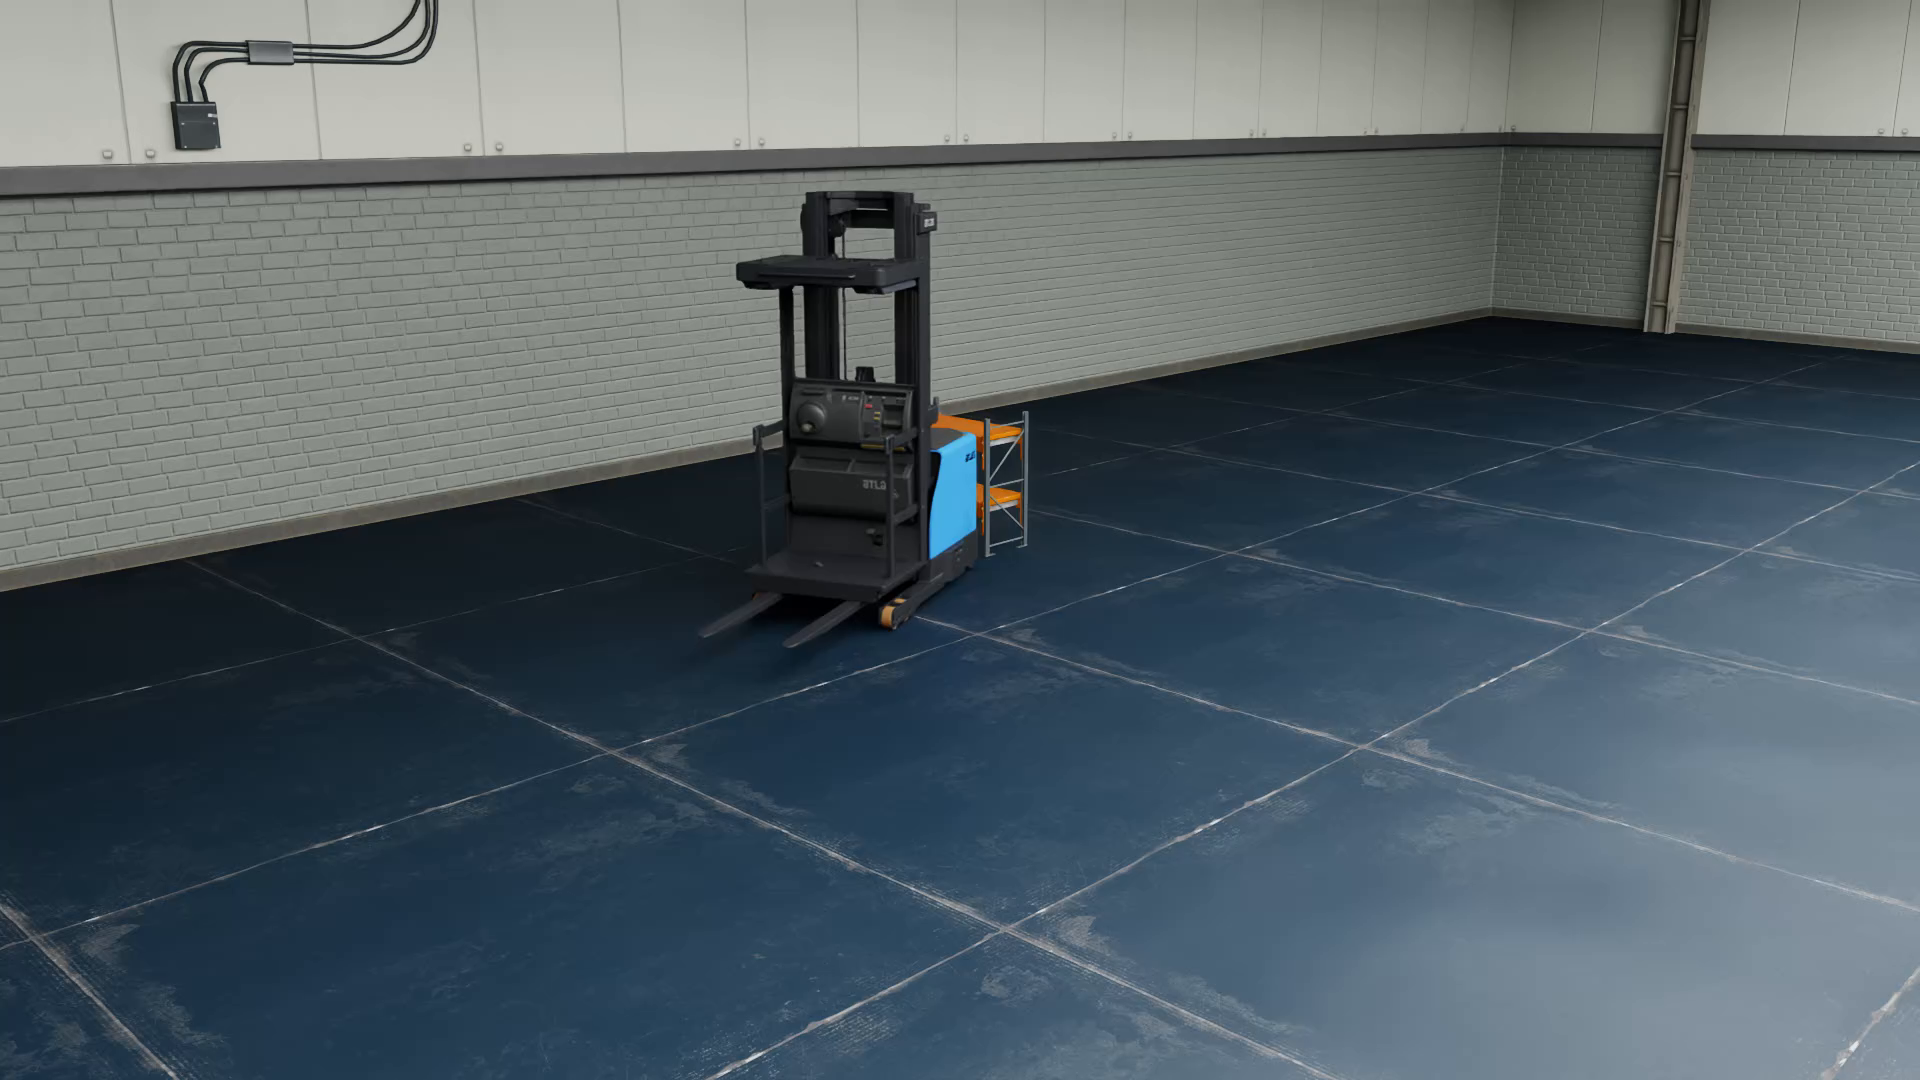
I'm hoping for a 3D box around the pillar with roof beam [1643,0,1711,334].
[{"bbox_3d":[8.286,-6.930,22.682,0.400,9.000,9.100,14,20,42],"label":"pillar with roof beam"}]

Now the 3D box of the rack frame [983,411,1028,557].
[{"bbox_3d":[0.371,-0.454,13.444,0.032,1.125,0.500,14,20,42],"label":"rack frame"}]

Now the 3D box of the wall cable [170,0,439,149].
[{"bbox_3d":[-5.193,-6.116,12.811,0.169,6.003,2.305,14,20,42],"label":"wall cable"}]

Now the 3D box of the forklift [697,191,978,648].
[{"bbox_3d":[-0.849,-0.914,11.627,1.130,2.935,3.031,5,16,20],"label":"forklift"}]

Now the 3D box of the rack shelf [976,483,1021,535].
[{"bbox_3d":[0.005,-0.307,13.847,1.000,0.278,0.538,14,20,42],"label":"rack shelf"}]

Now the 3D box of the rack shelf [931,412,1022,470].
[{"bbox_3d":[0.005,-0.826,13.712,1.000,0.278,0.538,14,20,42],"label":"rack shelf"}]

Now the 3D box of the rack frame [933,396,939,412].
[{"bbox_3d":[-0.361,-0.632,14.127,0.032,1.125,0.500,14,20,42],"label":"rack frame"}]

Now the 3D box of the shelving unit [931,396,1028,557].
[{"bbox_3d":[0.005,-0.543,13.786,1.048,1.125,0.538,14,20,42],"label":"shelving unit"}]
